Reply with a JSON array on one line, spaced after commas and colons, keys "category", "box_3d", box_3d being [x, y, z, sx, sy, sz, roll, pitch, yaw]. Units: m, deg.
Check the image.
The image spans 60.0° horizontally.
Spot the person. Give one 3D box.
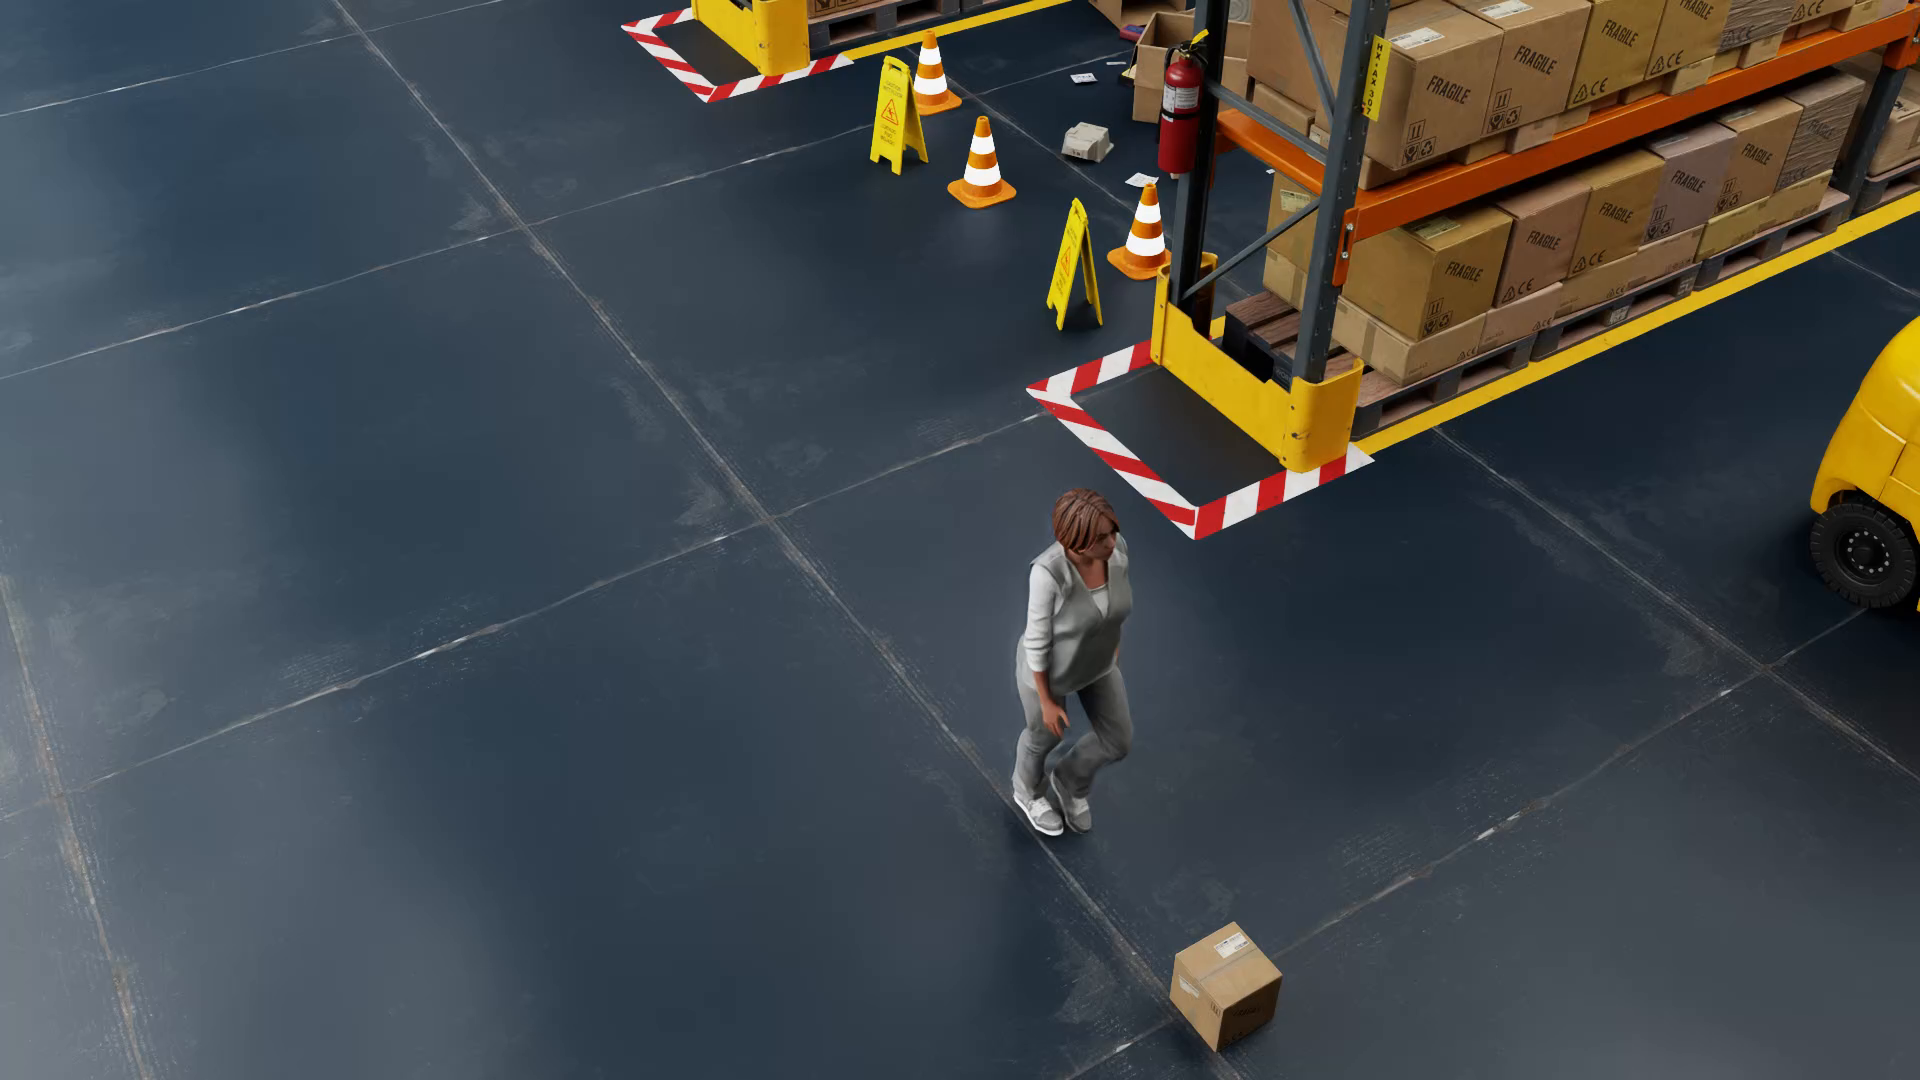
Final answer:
[{"category": "person", "box_3d": [0.386, 0.444, 5.673, 0.441, 1.630, 0.421, -23, 46, -24]}]
